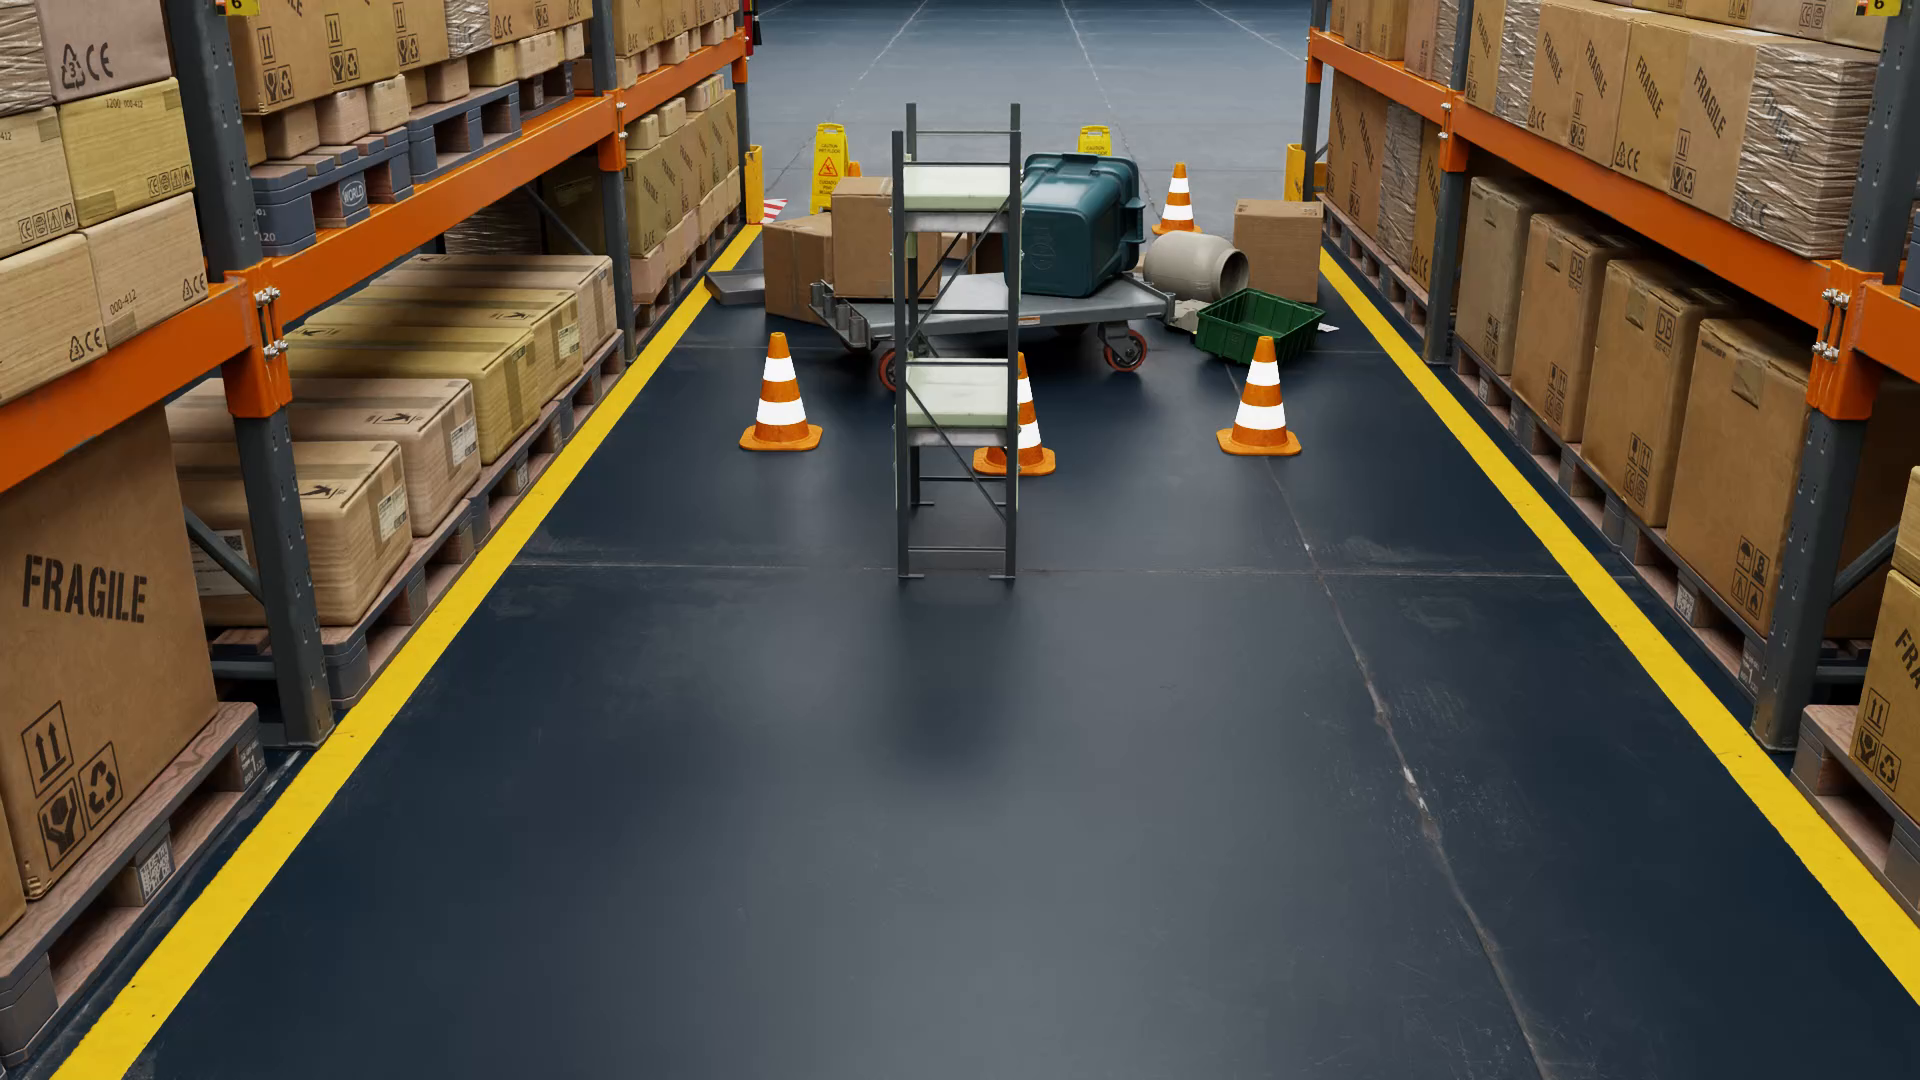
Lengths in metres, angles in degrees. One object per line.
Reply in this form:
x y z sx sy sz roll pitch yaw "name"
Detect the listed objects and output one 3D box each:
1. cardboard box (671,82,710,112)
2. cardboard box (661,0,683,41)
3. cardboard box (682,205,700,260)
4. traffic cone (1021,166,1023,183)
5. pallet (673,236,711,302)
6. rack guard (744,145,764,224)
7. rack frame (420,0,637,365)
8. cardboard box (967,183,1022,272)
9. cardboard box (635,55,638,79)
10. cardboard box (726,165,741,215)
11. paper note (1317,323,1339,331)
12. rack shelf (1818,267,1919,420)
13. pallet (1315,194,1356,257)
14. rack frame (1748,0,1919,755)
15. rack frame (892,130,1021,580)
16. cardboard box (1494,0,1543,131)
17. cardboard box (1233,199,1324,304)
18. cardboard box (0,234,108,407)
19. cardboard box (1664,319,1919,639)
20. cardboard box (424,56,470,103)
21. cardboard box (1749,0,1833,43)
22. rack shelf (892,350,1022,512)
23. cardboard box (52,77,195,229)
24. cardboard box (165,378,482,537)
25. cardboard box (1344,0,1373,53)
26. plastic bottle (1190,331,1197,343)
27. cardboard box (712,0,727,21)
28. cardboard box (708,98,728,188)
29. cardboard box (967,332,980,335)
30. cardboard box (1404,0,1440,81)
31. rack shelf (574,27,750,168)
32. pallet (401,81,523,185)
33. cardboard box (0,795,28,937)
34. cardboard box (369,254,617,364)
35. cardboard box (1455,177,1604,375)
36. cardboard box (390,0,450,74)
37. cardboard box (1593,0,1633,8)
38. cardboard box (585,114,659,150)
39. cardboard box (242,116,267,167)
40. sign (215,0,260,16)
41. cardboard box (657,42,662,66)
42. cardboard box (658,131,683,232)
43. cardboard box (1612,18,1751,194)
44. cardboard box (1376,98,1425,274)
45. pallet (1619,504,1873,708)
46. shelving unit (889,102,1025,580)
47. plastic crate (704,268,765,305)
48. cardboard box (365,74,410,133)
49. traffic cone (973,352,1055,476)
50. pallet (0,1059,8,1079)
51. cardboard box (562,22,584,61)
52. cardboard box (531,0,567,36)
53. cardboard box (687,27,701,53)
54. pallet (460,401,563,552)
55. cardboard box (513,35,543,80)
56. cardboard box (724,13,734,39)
-1.736 -2.697 10.121 0.380 0.149 0.250 2 21 4 "cardboard box"
-1.817 -3.002 9.069 0.500 0.500 0.500 0 21 1 "cardboard box"
-1.823 -1.806 9.758 0.500 0.250 0.500 0 21 1 "cardboard box"
0.389 -2.502 11.837 0.336 0.463 0.334 1 21 2 "traffic cone"
-2.110 -1.683 10.074 1.003 0.211 1.213 1 21 2 "pallet"
-2.010 -2.551 11.911 1.175 0.500 0.348 1 21 2 "rack guard"
-2.129 -2.297 7.803 1.000 3.000 0.127 1 21 2 "rack frame"
0.470 -1.917 10.273 0.797 0.503 0.637 -16 26 -35 "cardboard box"
-1.843 -2.382 8.369 0.380 0.149 0.250 1 21 3 "cardboard box"
-1.764 -2.353 11.168 0.500 0.250 0.500 1 21 1 "cardboard box"
1.937 -1.148 8.946 0.147 0.020 0.142 -16 26 -35 "paper note"
2.639 0.226 2.295 1.077 0.370 4.000 1 21 2 "rack shelf"
2.997 -2.135 11.241 1.003 0.211 1.213 1 21 2 "pallet"
2.700 -0.833 4.029 1.000 3.000 0.127 1 21 2 "rack frame"
-0.011 -0.569 5.423 0.400 1.500 0.023 1 21 2 "rack frame"
2.522 -1.956 6.785 0.500 0.500 0.500 1 21 2 "cardboard box"
1.843 -1.688 9.684 0.500 0.500 0.500 4 22 11 "cardboard box"
-2.007 -0.410 3.147 0.500 0.250 0.500 1 21 3 "cardboard box"
2.808 -0.199 4.925 1.050 0.750 0.750 0 21 1 "cardboard box"
-1.957 -1.629 5.847 0.380 0.149 0.250 1 21 3 "cardboard box"
2.738 -1.691 4.719 0.700 0.500 0.500 0 21 1 "cardboard box"
0.000 -0.398 5.882 0.431 0.370 0.720 1 21 2 "rack shelf"
-2.012 -0.836 3.553 0.500 0.250 0.500 1 21 1 "cardboard box"
-2.209 -0.293 5.689 0.950 0.372 0.625 0 21 1 "cardboard box"
2.840 -3.261 10.078 0.875 0.550 0.550 1 21 2 "cardboard box"
1.322 -1.026 8.588 0.133 0.061 0.283 -11 24 -26 "plastic bottle"
-1.768 -3.548 10.478 0.500 0.500 0.500 1 21 2 "cardboard box"
-1.784 -2.526 10.575 0.500 0.500 0.500 1 21 4 "cardboard box"
0.041 -1.293 8.995 0.258 0.266 0.396 -16 26 -35 "cardboard box"
2.815 -2.682 8.587 0.875 0.550 0.550 1 21 2 "cardboard box"
-2.068 -2.685 9.796 1.077 0.370 4.000 1 21 2 "rack shelf"
-2.232 -1.478 5.956 1.003 0.211 1.213 1 21 2 "pallet"
-2.386 0.515 2.911 0.875 0.875 0.875 1 21 2 "cardboard box"
-2.143 -1.078 7.713 0.950 0.372 0.625 1 21 2 "cardboard box"
2.893 -1.201 7.506 1.050 0.750 0.750 1 21 1 "cardboard box"
-1.988 -1.773 5.321 0.500 0.500 0.500 1 21 3 "cardboard box"
2.783 -2.244 6.144 0.700 0.500 0.500 1 21 2 "cardboard box"
-1.778 -2.118 8.628 0.380 0.149 0.250 1 21 2 "cardboard box"
-2.055 -1.045 4.342 0.380 0.149 0.250 -1 21 -1 "cardboard box"
-1.696 -1.386 3.853 0.100 0.325 0.005 1 21 2 "sign"
-1.846 -2.664 9.097 0.380 0.149 0.250 1 21 1 "cardboard box"
-1.837 -1.965 9.130 0.500 0.500 0.500 1 21 4 "cardboard box"
2.477 -1.406 5.369 0.500 0.500 0.500 0 21 1 "cardboard box"
2.934 -2.037 9.489 0.875 0.875 0.875 1 21 2 "cardboard box"
2.799 0.183 5.266 1.003 0.211 1.213 1 21 2 "pallet"
0.000 -0.702 5.764 0.431 1.500 0.755 1 21 2 "shelving unit"
-1.262 -1.495 9.770 0.402 0.080 0.583 -7 22 -17 "plastic crate"
-1.929 -1.345 5.114 0.380 0.149 0.250 1 21 2 "cardboard box"
0.223 -0.535 6.768 0.336 0.463 0.334 1 21 2 "traffic cone"
-2.390 1.173 2.713 1.003 0.211 1.213 1 21 2 "pallet"
-1.869 -2.187 7.285 0.380 0.149 0.250 1 21 2 "cardboard box"
-1.928 -2.329 6.756 0.500 0.500 0.500 1 21 2 "cardboard box"
-1.774 -3.026 10.027 0.380 0.149 0.250 0 21 1 "cardboard box"
-2.186 -0.273 6.442 1.003 0.211 1.213 1 21 2 "pallet"
-1.871 -1.906 6.561 0.380 0.149 0.250 1 21 2 "cardboard box"
-1.702 -3.396 10.982 0.380 0.149 0.250 0 21 1 "cardboard box"
